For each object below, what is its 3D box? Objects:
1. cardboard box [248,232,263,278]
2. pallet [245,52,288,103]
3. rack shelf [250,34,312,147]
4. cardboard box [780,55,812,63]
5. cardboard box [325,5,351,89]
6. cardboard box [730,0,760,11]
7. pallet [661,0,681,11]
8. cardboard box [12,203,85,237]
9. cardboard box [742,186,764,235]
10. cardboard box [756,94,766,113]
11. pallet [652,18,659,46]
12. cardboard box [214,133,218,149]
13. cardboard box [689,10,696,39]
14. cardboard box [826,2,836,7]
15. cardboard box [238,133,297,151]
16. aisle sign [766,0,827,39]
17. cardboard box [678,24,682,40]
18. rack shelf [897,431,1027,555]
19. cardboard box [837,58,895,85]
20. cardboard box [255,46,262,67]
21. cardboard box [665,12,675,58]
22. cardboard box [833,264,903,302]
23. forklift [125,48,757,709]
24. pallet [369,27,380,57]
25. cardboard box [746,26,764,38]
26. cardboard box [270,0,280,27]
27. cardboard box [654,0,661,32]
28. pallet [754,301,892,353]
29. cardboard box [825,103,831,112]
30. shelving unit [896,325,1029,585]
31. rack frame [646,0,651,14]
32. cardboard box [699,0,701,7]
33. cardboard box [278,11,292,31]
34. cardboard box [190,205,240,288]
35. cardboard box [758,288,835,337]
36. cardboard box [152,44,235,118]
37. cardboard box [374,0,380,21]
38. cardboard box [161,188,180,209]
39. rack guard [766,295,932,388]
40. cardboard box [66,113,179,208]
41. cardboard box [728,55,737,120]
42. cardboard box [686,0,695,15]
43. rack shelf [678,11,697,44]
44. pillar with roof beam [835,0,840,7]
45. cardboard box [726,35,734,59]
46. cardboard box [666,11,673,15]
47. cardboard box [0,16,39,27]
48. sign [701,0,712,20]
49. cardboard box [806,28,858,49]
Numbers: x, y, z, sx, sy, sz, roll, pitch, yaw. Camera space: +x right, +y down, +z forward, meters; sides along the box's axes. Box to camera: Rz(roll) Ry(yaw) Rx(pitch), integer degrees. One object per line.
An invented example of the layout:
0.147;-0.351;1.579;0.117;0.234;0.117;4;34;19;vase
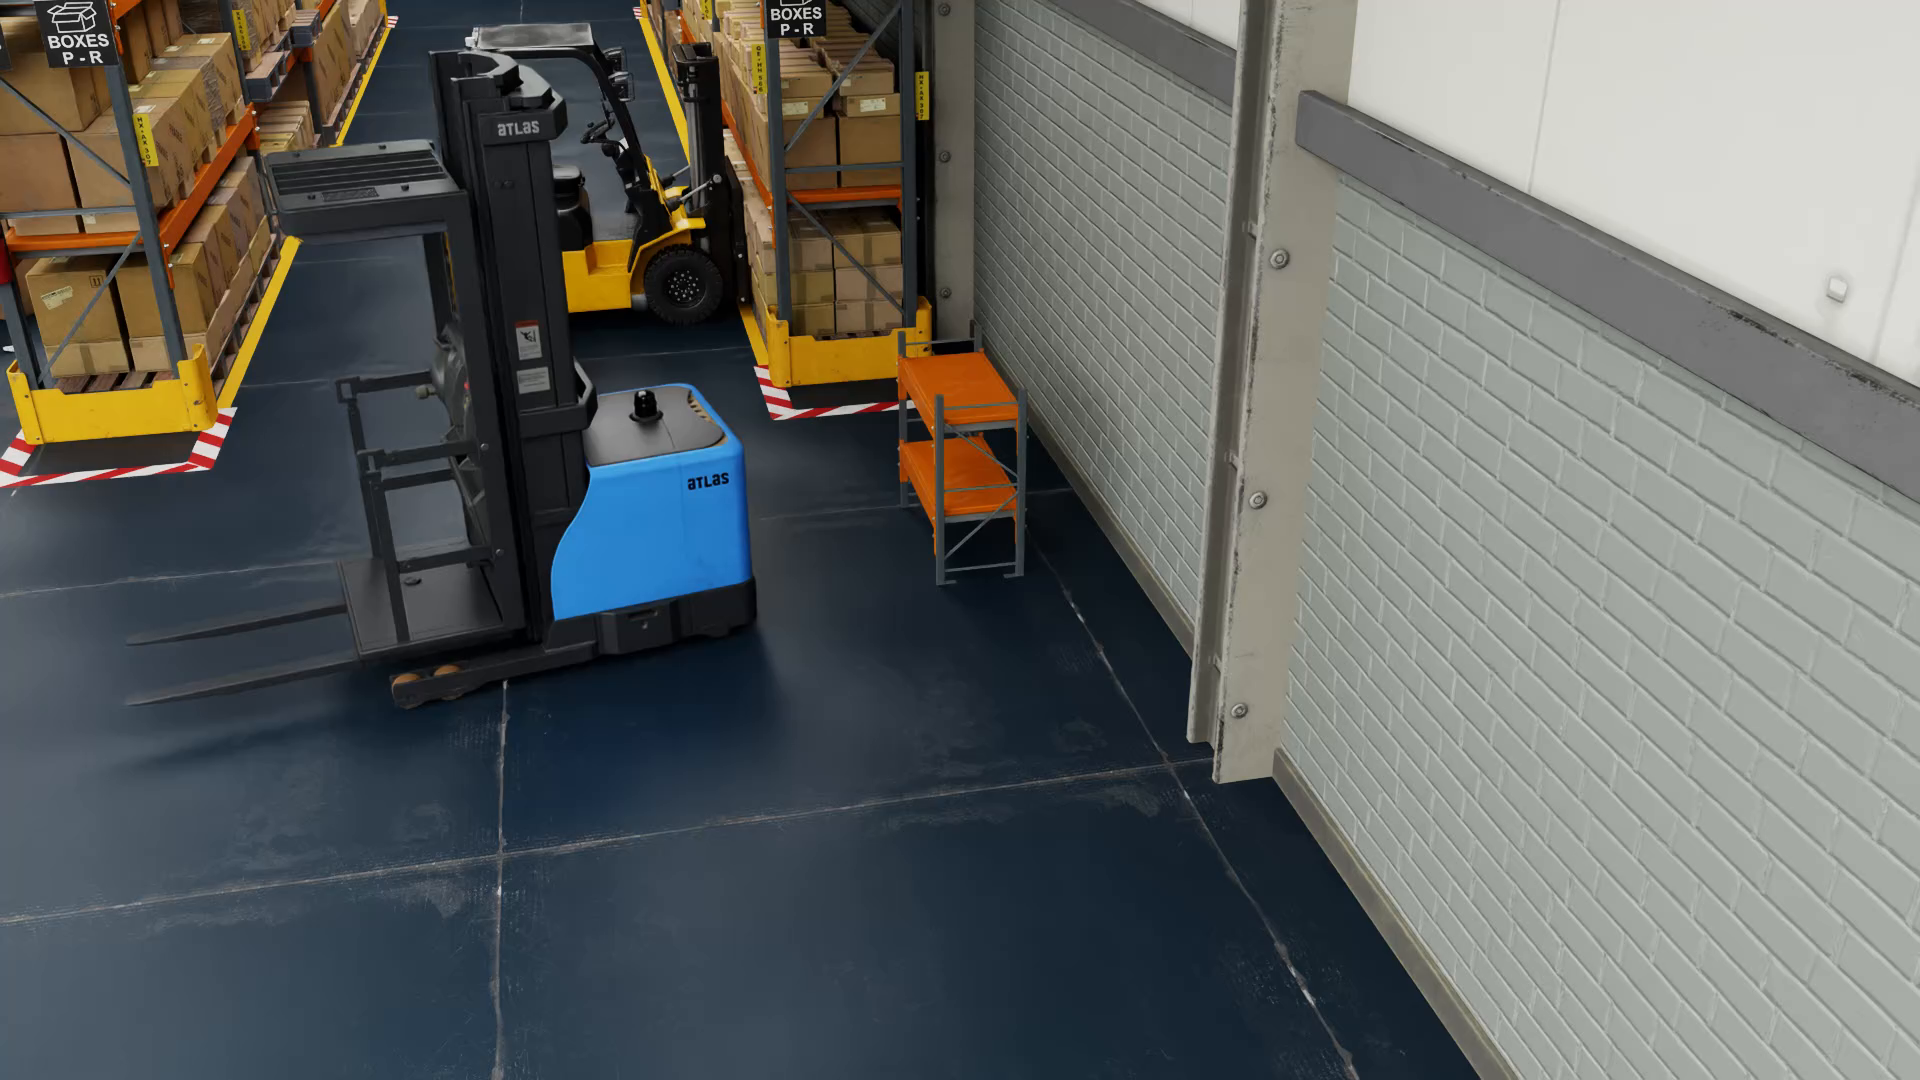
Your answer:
-6.016;-2.316;13.595;0.500;0.250;0.500;-7;28;-13;cardboard box
-6.572;-4.086;14.729;1.003;0.211;1.213;-6;27;-12;pallet
-6.992;-4.378;15.893;1.077;0.370;4.000;-6;27;-12;rack shelf
-1.262;-3.391;11.978;0.380;0.149;0.250;-5;27;-10;cardboard box
-7.915;-5.912;20.026;0.875;0.875;0.875;-5;27;-10;cardboard box
-1.759;-4.520;14.215;0.380;0.149;0.250;-6;27;-11;cardboard box
-2.829;-6.287;19.091;1.213;0.211;1.003;-6;27;-12;pallet
-5.933;-2.095;10.851;0.380;0.149;0.250;-5;27;-10;cardboard box
-1.457;-2.592;13.031;0.500;0.250;0.500;-6;27;-11;cardboard box
-1.242;-3.138;11.807;0.380;0.149;0.250;-6;27;-11;cardboard box
-3.941;-7.432;24.240;1.003;0.211;1.213;-6;27;-12;pallet
-5.911;-3.038;12.718;0.380;0.149;0.250;-6;27;-13;cardboard box
-2.514;-5.349;17.186;0.500;0.250;0.500;-7;28;-13;cardboard box
-1.251;-4.455;14.086;0.380;0.149;0.250;-6;27;-12;cardboard box
-6.986;-3.686;16.174;0.950;0.372;0.625;-5;27;-10;cardboard box
-1.076;-3.673;10.812;0.394;0.787;0.004;-6;27;-12;aisle sign
-3.237;-6.220;20.332;0.380;0.149;0.250;-7;28;-14;cardboard box
-0.002;-0.287;9.613;0.538;0.278;1.000;-6;27;-12;rack shelf
-0.671;-3.330;11.857;0.380;0.149;0.250;-5;27;-10;cardboard box
-6.406;-4.282;14.717;0.380;0.149;0.250;-5;27;-11;cardboard box
-3.619;-6.675;21.954;0.500;0.500;0.500;-5;27;-9;cardboard box
-0.708;-1.981;12.377;0.500;0.250;0.500;-5;27;-11;cardboard box
-2.635;-0.757;7.996;3.031;2.935;1.130;-11;29;-21;forklift
-8.718;-6.967;23.318;1.003;0.211;1.213;-6;27;-12;pallet
-1.482;-3.959;13.103;0.380;0.149;0.250;-6;27;-11;cardboard box
-6.705;-5.084;15.586;0.500;0.500;0.500;-7;28;-14;cardboard box
-3.976;-7.553;23.694;0.700;0.500;0.500;-7;28;-14;cardboard box
-1.018;-1.657;12.799;1.003;0.211;1.213;-6;27;-12;pallet
-0.785;-3.087;12.427;0.500;0.500;0.500;-5;27;-10;cardboard box
-0.002;-0.505;9.502;0.538;1.125;1.048;-6;27;-12;shelving unit
-4.411;-9.595;25.430;1.000;3.000;0.127;-6;27;-12;rack frame
-2.268;-5.115;15.723;0.380;0.149;0.250;-7;28;-13;cardboard box
-6.784;-5.085;16.309;0.380;0.149;0.250;-5;27;-11;cardboard box
-5.785;-2.202;12.538;0.500;0.500;0.500;-5;27;-11;cardboard box
-1.218;-1.705;12.384;0.500;0.250;0.500;-6;27;-11;cardboard box
-6.076;-3.603;13.119;0.500;0.500;0.500;-5;27;-10;cardboard box
-8.999;-7.853;24.357;0.875;0.438;0.875;-7;28;-13;cardboard box
-5.566;-2.357;11.370;0.380;0.149;0.250;-7;28;-13;cardboard box
-0.799;-1.444;12.057;1.175;0.500;0.348;-6;27;-12;rack guard
-5.476;-2.479;10.891;0.500;0.500;0.500;-6;27;-12;cardboard box
-1.612;-3.701;13.642;0.500;0.500;0.500;-6;27;-12;cardboard box
-2.534;-5.568;17.064;0.500;0.250;0.500;-7;28;-13;cardboard box
-2.157;-4.884;16.895;1.077;0.370;4.000;-6;27;-12;rack shelf
-5.630;-7.843;15.302;9.100;9.000;0.400;-6;27;-12;pillar with roof beam
-1.704;-4.038;13.590;0.380;0.149;0.250;-6;27;-12;cardboard box
-3.687;-7.015;21.908;0.380;0.149;0.250;-5;27;-9;cardboard box
-6.290;-3.327;11.462;0.700;0.500;0.500;-6;27;-12;cardboard box
-2.233;-4.749;14.633;0.100;0.325;0.005;-6;27;-12;sign
-0.993;-3.889;12.965;0.380;0.149;0.250;-6;27;-11;cardboard box
